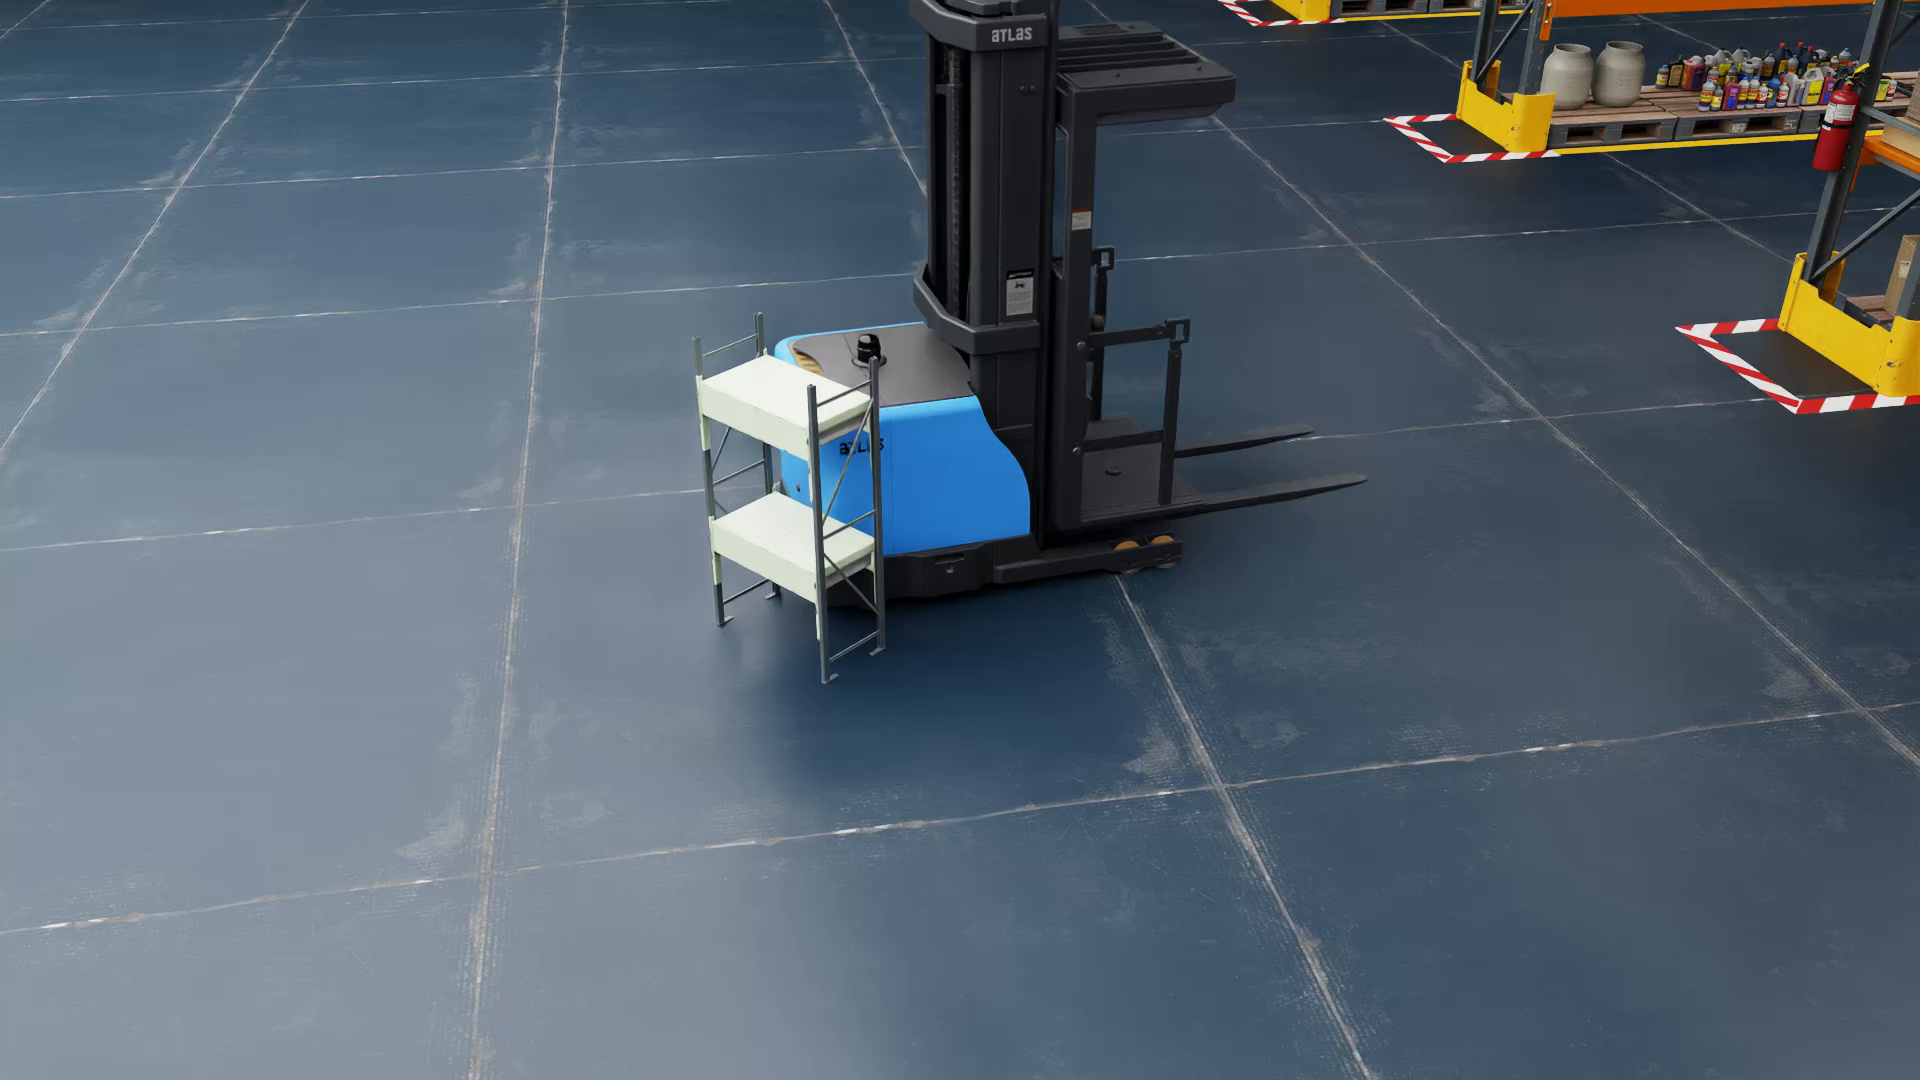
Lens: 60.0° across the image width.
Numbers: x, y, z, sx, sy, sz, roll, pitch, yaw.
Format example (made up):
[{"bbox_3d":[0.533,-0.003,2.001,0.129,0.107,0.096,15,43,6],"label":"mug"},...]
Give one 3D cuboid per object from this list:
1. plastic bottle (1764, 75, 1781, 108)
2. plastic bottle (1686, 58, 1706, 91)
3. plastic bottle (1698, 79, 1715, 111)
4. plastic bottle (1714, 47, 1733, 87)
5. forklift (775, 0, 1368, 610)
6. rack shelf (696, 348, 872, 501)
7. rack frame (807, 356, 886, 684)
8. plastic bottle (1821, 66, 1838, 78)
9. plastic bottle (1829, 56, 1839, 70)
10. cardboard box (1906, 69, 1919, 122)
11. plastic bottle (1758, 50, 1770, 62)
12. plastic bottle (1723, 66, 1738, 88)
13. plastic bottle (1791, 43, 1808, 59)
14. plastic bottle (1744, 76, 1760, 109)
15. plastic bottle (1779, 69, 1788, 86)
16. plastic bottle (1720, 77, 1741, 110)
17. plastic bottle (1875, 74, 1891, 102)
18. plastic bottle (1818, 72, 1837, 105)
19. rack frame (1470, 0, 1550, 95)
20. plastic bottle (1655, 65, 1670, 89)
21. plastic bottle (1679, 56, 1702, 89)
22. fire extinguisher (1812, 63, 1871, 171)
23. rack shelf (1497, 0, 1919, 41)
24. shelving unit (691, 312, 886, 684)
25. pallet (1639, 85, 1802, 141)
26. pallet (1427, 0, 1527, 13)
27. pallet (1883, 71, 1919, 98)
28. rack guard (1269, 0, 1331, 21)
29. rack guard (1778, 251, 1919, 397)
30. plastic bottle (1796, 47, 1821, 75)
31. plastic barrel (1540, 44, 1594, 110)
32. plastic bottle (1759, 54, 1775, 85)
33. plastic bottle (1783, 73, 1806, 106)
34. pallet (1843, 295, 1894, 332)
[{"bbox_3d":[7.274,-4.019,14.883,0.097,0.271,0.097,0,30,0],"label":"plastic bottle"},{"bbox_3d":[6.799,-4.298,15.345,0.133,0.283,0.061,-5,31,-9],"label":"plastic bottle"},{"bbox_3d":[6.639,-3.960,14.783,0.097,0.271,0.097,0,30,0],"label":"plastic bottle"},{"bbox_3d":[7.078,-4.409,15.469,0.185,0.351,0.144,-4,31,-7],"label":"plastic bottle"},{"bbox_3d":[0.632,-1.338,8.133,3.031,2.935,1.130,-9,32,-14],"label":"forklift"},{"bbox_3d":[-0.765,-0.523,7.390,0.720,0.370,0.431,24,38,35],"label":"rack shelf"},{"bbox_3d":[-0.493,-0.063,7.377,0.023,1.500,0.400,24,38,35],"label":"rack frame"},{"bbox_3d":[7.912,-4.169,15.133,0.135,0.276,0.152,-5,31,-9],"label":"plastic bottle"},{"bbox_3d":[8.242,-4.465,15.711,0.097,0.201,0.097,0,30,0],"label":"plastic bottle"},{"bbox_3d":[6.237,-2.675,9.947,0.500,0.500,0.875,-5,31,-9],"label":"cardboard box"},{"bbox_3d":[7.510,-4.442,15.591,0.133,0.283,0.061,-4,31,-7],"label":"plastic bottle"},{"bbox_3d":[7.143,-4.289,15.411,0.097,0.201,0.097,0,30,0],"label":"plastic bottle"},{"bbox_3d":[7.865,-4.482,15.593,0.185,0.351,0.144,-4,31,-8],"label":"plastic bottle"},{"bbox_3d":[7.074,-4.000,14.852,0.097,0.271,0.097,0,30,0],"label":"plastic bottle"},{"bbox_3d":[7.466,-4.111,15.028,0.133,0.283,0.061,-5,31,-9],"label":"plastic bottle"},{"bbox_3d":[6.865,-3.977,14.800,0.133,0.283,0.061,-5,31,-8],"label":"plastic bottle"},{"bbox_3d":[8.320,-4.112,15.029,0.133,0.283,0.061,-4,31,-6],"label":"plastic bottle"},{"bbox_3d":[7.811,-4.065,14.949,0.133,0.283,0.061,-3,31,-6],"label":"plastic bottle"},{"bbox_3d":[4.799,-4.936,14.186,0.127,3.000,1.000,-5,31,-9],"label":"rack frame"},{"bbox_3d":[6.527,-4.306,15.440,0.097,0.201,0.097,0,30,0],"label":"plastic bottle"},{"bbox_3d":[6.780,-4.347,15.437,0.135,0.276,0.152,-5,31,-9],"label":"plastic bottle"},{"bbox_3d":[5.496,-2.653,10.379,0.183,0.674,0.296,-5,31,-9],"label":"fire extinguisher"},{"bbox_3d":[6.767,-4.809,14.679,4.000,0.370,1.077,-5,31,-9],"label":"rack shelf"},{"bbox_3d":[-0.765,-0.187,7.588,0.755,1.500,0.431,24,38,35],"label":"shelving unit"},{"bbox_3d":[6.863,-3.946,15.252,1.213,0.211,1.003,-5,31,-9],"label":"pallet"},{"bbox_3d":[5.853,-6.405,19.434,1.213,0.211,1.003,-5,31,-9],"label":"pallet"},{"bbox_3d":[9.499,-4.191,15.668,1.213,0.211,1.003,-5,31,-9],"label":"pallet"},{"bbox_3d":[3.887,-6.327,19.016,0.348,0.500,1.175,-5,31,-9],"label":"rack guard"},{"bbox_3d":[5.766,-1.396,10.631,0.348,0.500,1.175,-5,31,-9],"label":"rack guard"},{"bbox_3d":[7.891,-4.411,15.471,0.185,0.351,0.144,-5,31,-9],"label":"plastic bottle"},{"bbox_3d":[5.433,-4.143,14.877,0.421,0.512,0.421,0,30,0],"label":"plastic barrel"},{"bbox_3d":[7.542,-4.399,15.529,0.097,0.271,0.097,0,30,0],"label":"plastic bottle"},{"bbox_3d":[7.485,-4.055,14.939,0.135,0.276,0.152,-5,31,-8],"label":"plastic bottle"},{"bbox_3d":[6.572,-1.328,10.801,1.213,0.211,1.003,-5,31,-9],"label":"pallet"}]
